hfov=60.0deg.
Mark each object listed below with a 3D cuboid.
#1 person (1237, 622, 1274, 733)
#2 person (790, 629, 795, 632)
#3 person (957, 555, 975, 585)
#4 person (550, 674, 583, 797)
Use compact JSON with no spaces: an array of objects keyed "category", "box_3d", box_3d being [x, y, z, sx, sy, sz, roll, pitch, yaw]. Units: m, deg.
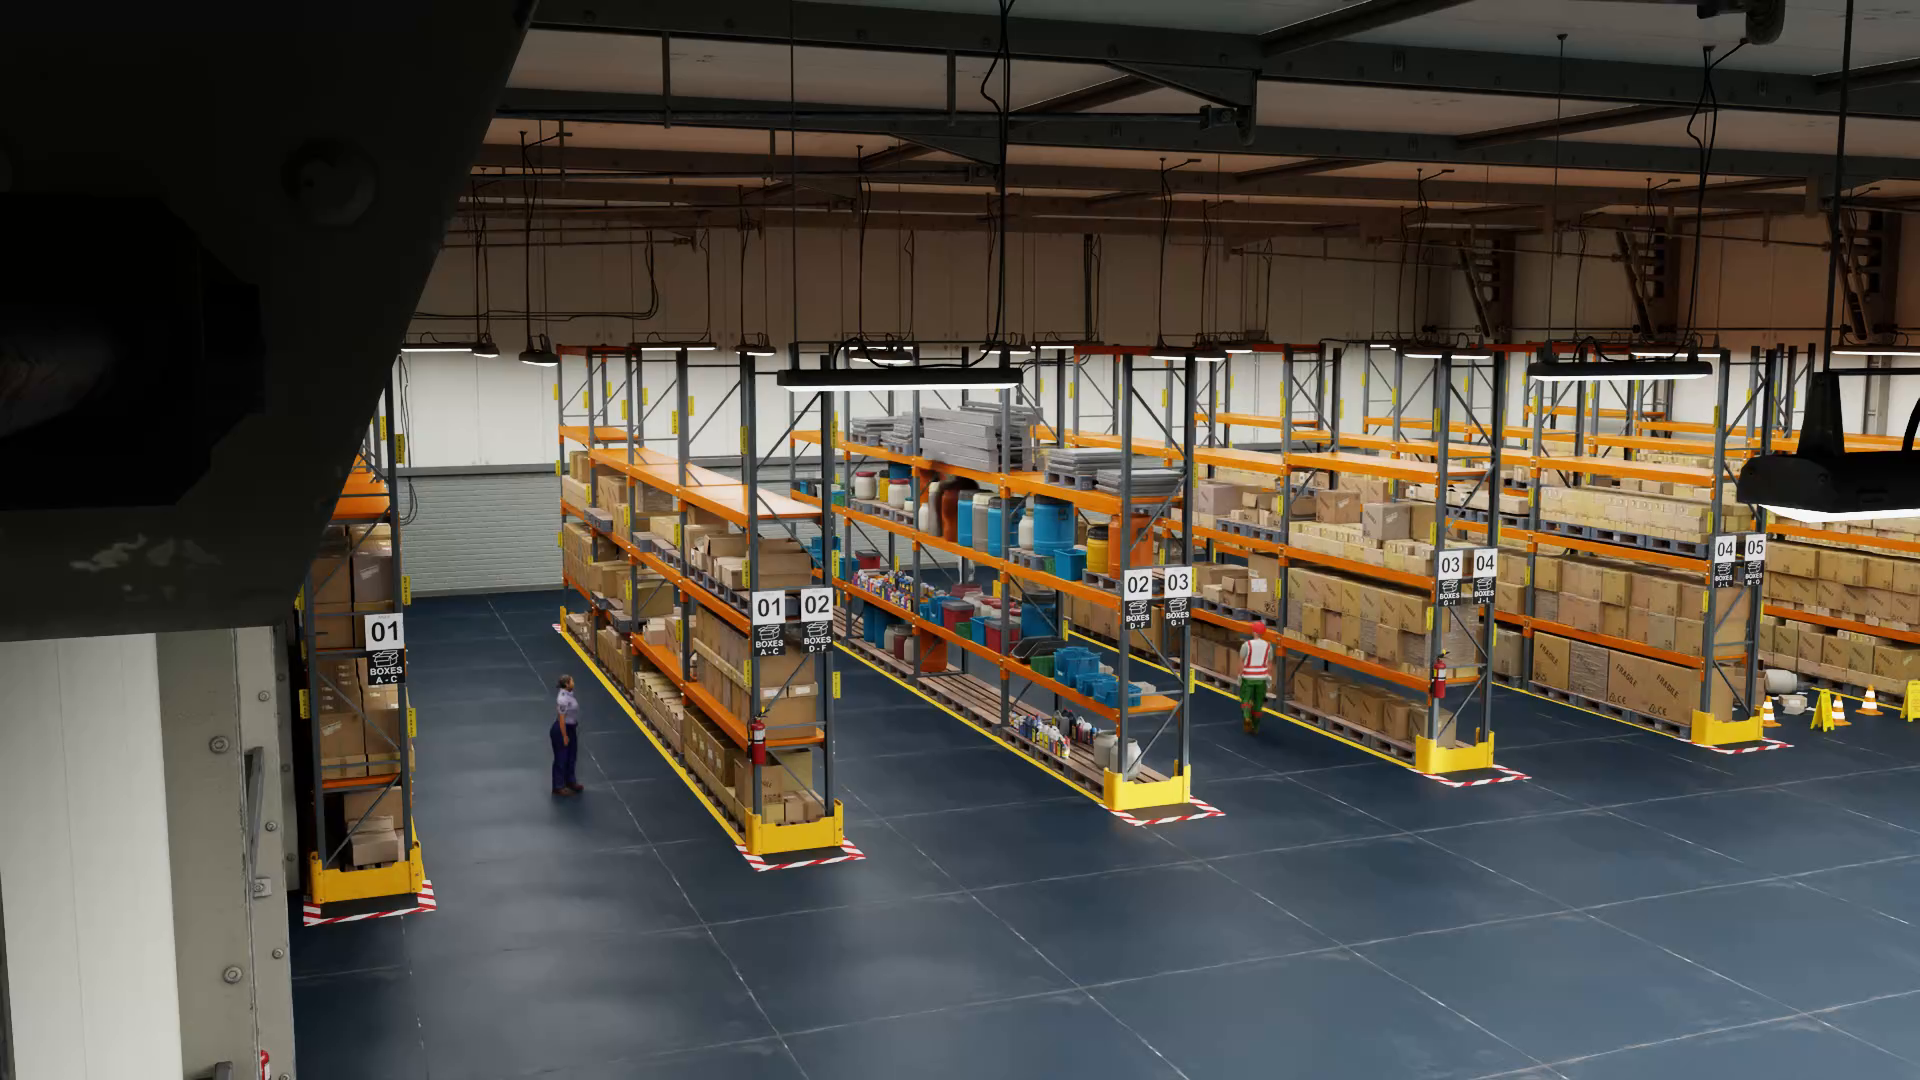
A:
[{"category":"person","box_3d":[4.591,2.160,25.891,0.549,1.777,0.725,2,7,13]},{"category":"person","box_3d":[-3.112,1.786,29.312,0.447,1.560,0.624,-3,8,-24]},{"category":"person","box_3d":[0.164,0.282,41.160,0.489,1.632,0.787,0,7,3]},{"category":"person","box_3d":[-5.387,2.642,22.731,0.390,1.670,0.572,0,7,3]}]
